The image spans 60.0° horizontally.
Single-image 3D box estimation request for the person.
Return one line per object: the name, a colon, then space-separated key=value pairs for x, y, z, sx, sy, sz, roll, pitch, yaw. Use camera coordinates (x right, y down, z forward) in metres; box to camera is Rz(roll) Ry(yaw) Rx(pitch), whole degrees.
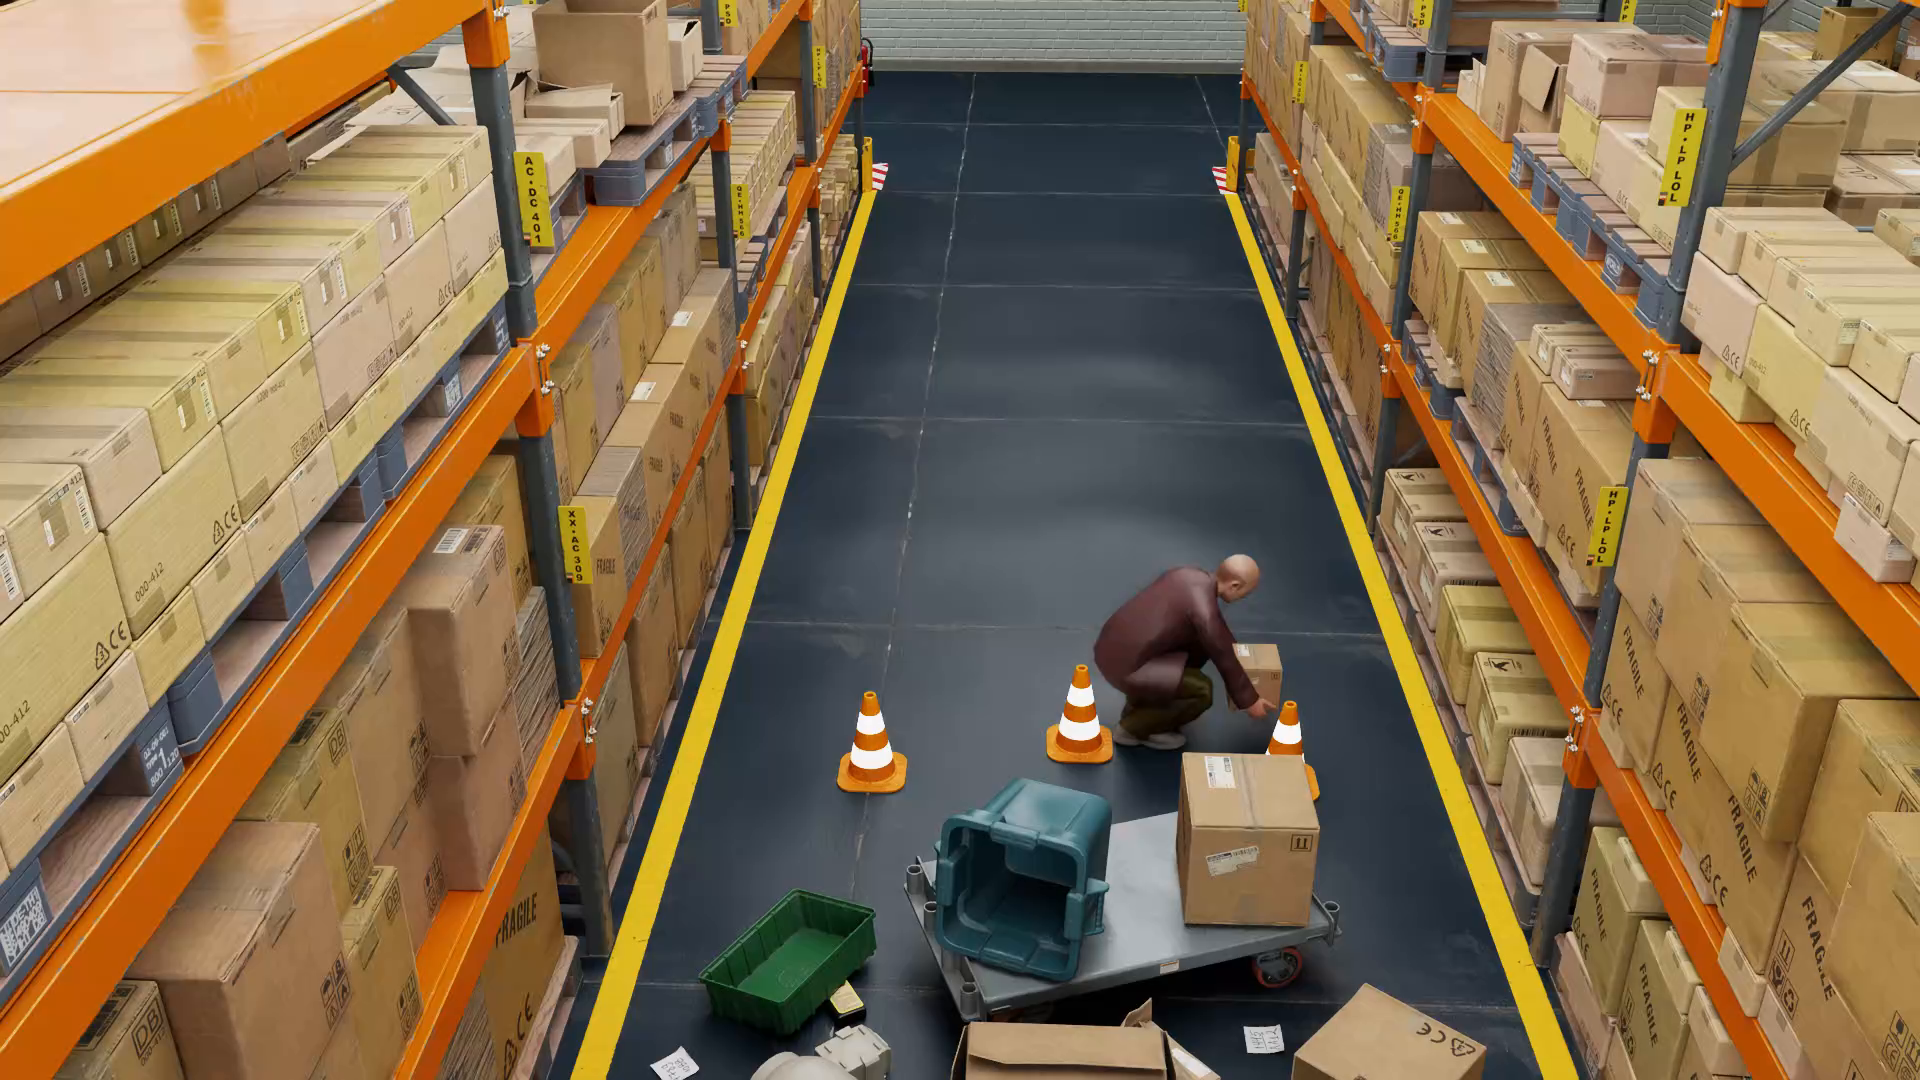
person: x=1.143 y=0.546 z=8.437 sx=0.930 sy=1.001 sz=0.580 roll=0 pitch=28 yaw=1
